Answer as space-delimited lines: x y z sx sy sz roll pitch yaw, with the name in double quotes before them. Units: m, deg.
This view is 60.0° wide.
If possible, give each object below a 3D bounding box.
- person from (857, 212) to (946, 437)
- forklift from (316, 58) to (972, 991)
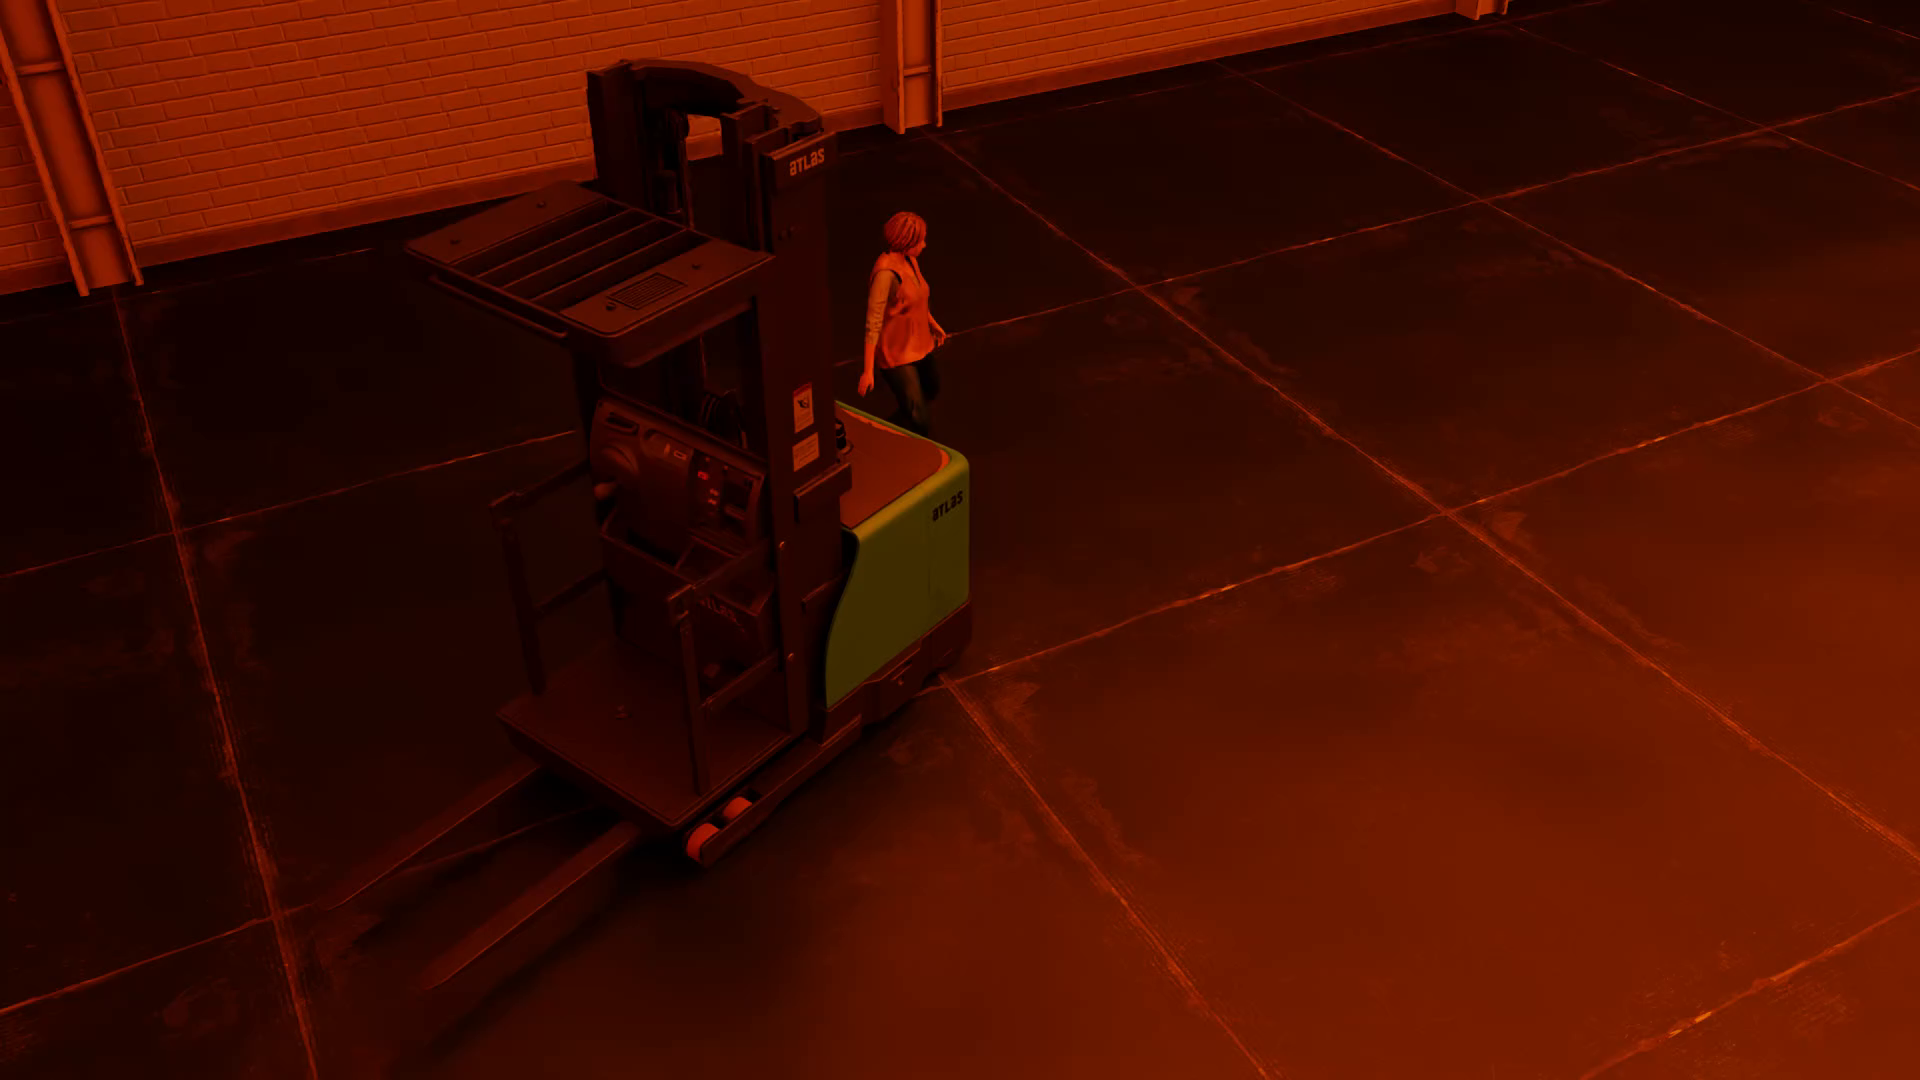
"person" -0.302 -0.990 8.775 0.452 1.508 0.762 13 37 17
"forklift" -1.249 -0.197 6.402 1.130 2.935 3.031 24 42 30
